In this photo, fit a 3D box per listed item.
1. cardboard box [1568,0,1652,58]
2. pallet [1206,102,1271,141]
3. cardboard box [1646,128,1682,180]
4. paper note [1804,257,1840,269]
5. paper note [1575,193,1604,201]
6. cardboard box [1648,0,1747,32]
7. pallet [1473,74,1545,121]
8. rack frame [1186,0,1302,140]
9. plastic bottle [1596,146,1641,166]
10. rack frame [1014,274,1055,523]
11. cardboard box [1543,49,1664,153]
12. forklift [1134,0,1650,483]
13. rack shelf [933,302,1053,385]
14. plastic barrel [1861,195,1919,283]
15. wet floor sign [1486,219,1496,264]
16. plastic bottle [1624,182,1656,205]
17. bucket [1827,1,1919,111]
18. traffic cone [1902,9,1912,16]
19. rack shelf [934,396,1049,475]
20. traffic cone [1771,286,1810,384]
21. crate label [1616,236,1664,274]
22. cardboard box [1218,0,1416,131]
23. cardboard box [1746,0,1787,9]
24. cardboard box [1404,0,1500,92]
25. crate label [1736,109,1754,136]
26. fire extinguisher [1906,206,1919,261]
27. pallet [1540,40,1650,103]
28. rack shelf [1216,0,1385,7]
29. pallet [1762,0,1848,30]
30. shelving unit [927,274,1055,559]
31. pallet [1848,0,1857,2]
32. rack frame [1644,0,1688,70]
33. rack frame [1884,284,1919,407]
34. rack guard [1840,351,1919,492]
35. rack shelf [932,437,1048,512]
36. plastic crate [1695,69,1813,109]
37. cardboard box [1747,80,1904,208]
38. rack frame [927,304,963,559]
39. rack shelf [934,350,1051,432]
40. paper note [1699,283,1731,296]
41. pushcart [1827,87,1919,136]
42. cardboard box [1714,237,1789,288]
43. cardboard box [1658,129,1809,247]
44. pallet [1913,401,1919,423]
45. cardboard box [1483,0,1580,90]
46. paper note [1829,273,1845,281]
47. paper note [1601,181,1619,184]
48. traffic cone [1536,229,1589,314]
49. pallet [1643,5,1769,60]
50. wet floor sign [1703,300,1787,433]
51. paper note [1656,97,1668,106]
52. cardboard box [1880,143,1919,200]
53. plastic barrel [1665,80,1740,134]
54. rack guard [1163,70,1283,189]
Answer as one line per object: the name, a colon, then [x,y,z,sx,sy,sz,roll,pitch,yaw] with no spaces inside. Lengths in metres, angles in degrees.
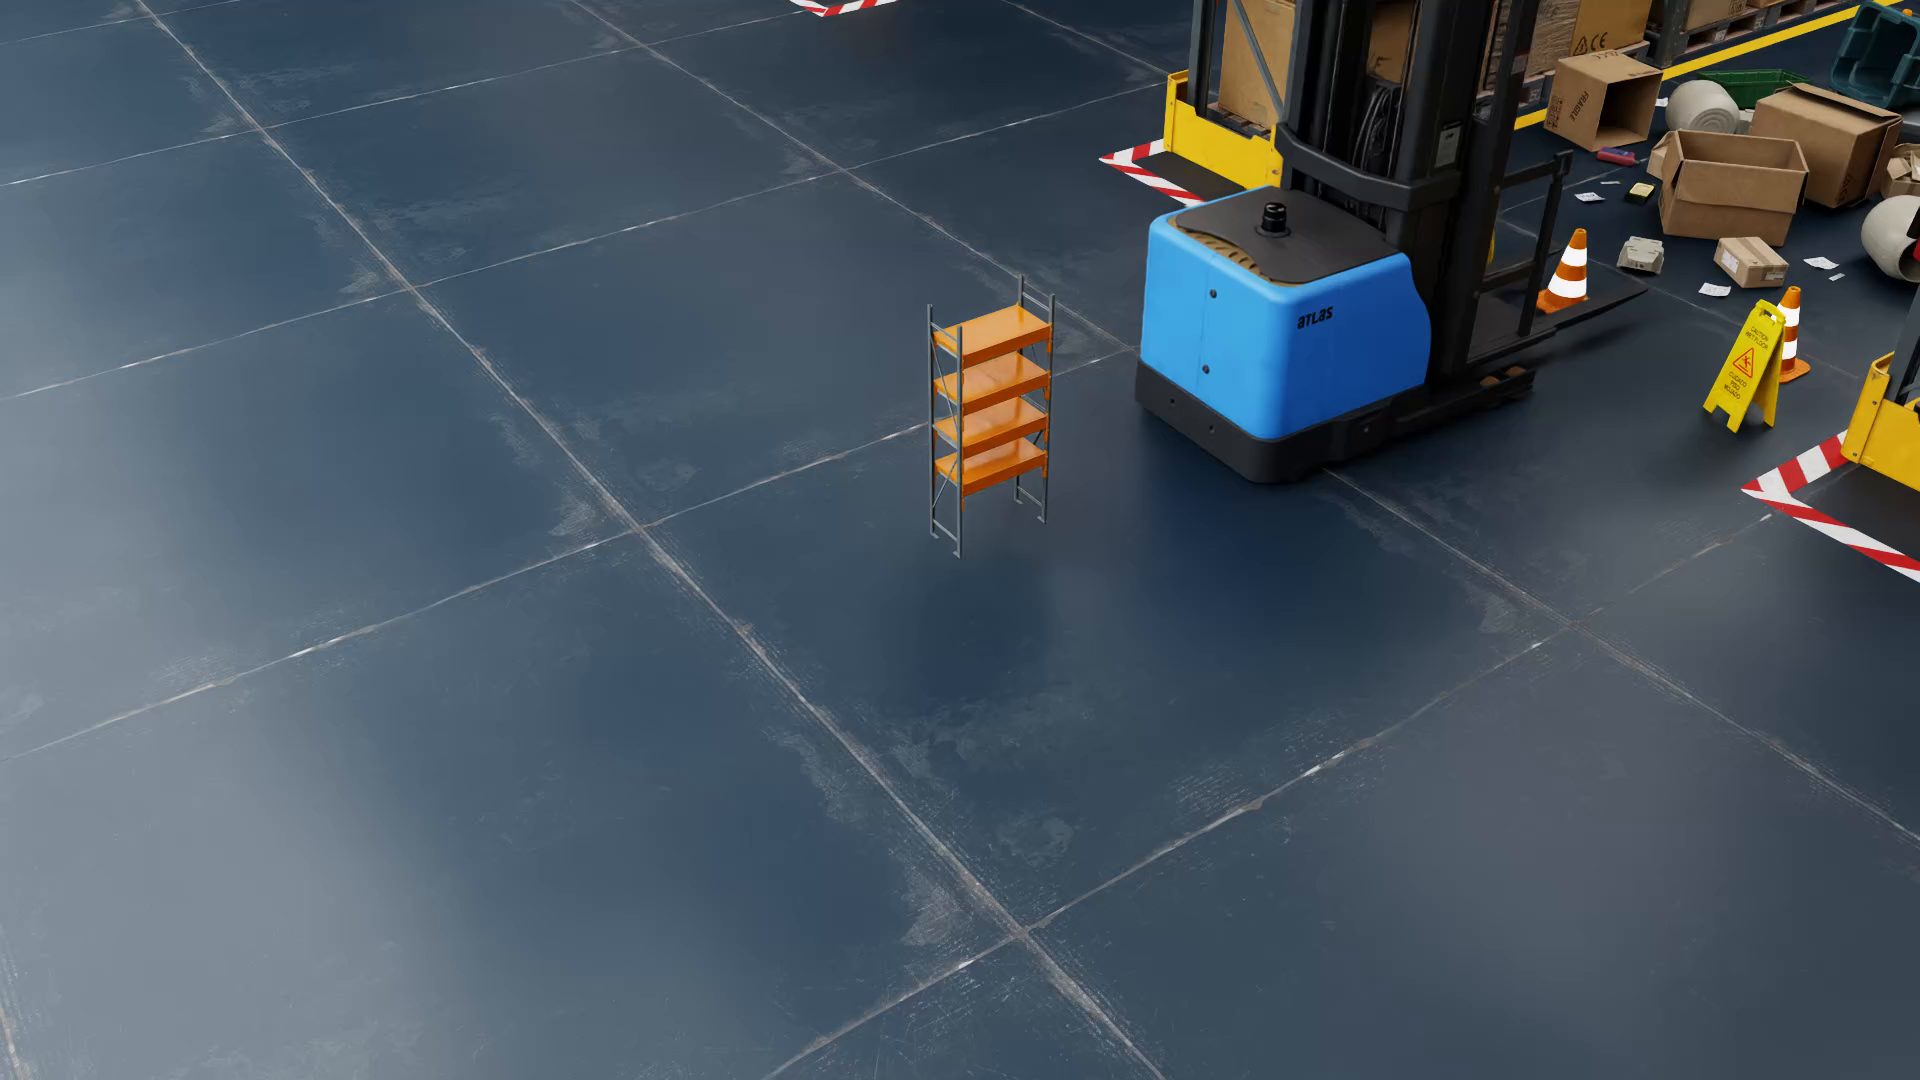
cardboard box: [4.594,-4.214,12.501,0.875,0.875,0.875,-22,41,-27]
pallet: [2.488,-2.913,11.620,1.213,0.211,1.003,-22,41,-28]
cardboard box: [4.805,-2.518,11.023,0.258,0.266,0.396,-15,38,-20]
paper note: [5.220,-1.683,10.073,0.142,0.019,0.148,-9,37,-12]
paper note: [4.105,-2.236,10.835,0.142,0.017,0.144,-9,37,-12]
cardboard box: [5.604,-4.594,13.135,0.750,0.750,1.050,-23,41,-28]
pallet: [3.484,-3.321,12.187,1.213,0.211,1.003,-22,41,-28]
rack frame: [1.879,-3.739,10.380,0.127,3.000,1.000,-22,41,-28]
plastic bottle: [4.497,-2.607,11.322,0.283,0.061,0.133,22,41,28]
rack frame: [0.335,-0.625,7.591,0.015,1.200,0.240,-22,41,-28]
cardboard box: [4.471,-3.059,11.573,0.500,0.500,0.500,-15,38,-20]
forklift: [2.425,-2.116,8.181,3.031,2.935,1.130,-21,41,-26]
rack shelf: [0.135,-0.862,7.248,0.480,0.148,0.258,-22,41,-28]
plastic barrel: [5.630,-1.782,9.865,0.421,0.421,0.512,3,36,4]
wet floor sign: [2.996,-1.829,9.740,0.267,0.644,0.232,30,45,35]
plastic bottle: [4.451,-2.275,10.860,0.133,0.061,0.283,22,41,28]
bucket: [6.366,-3.227,11.169,0.620,0.611,0.726,-1,34,-18]
traffic cone: [7.115,-3.785,12.617,0.334,0.463,0.336,-22,41,-28]
rack shelf: [0.135,-0.488,7.516,0.480,0.148,0.258,-22,41,-28]
traffic cone: [4.422,-1.141,8.940,0.334,0.463,0.336,-22,41,-28]
crate label: [4.111,-1.718,10.022,0.250,0.136,0.298,15,38,20]
cardboard box: [2.395,-3.307,11.239,0.875,0.875,0.875,-22,41,-28]
cardboard box: [6.395,-4.916,13.584,0.750,0.750,1.050,-22,41,-28]
cardboard box: [3.113,-3.604,11.652,0.875,0.875,0.875,-23,42,-29]
crate label: [5.525,-2.933,11.711,0.298,0.136,0.250,9,37,12]
fire extinguisher: [4.454,-1.561,7.417,0.183,0.674,0.296,-22,41,-28]
pallet: [4.482,-3.734,12.761,1.213,0.211,1.003,-22,41,-28]
rack shelf: [3.514,-4.120,11.525,4.000,0.370,1.077,-22,41,-28]
pallet: [6.734,-4.661,14.050,1.213,0.211,1.003,-22,41,-28]
shelving unit: [0.135,-0.543,7.477,0.503,1.200,0.258,-22,41,-28]
pallet: [7.730,-5.069,14.617,1.213,0.211,1.003,-22,41,-28]
rack frame: [5.149,-5.085,12.251,0.127,3.000,1.000,-22,41,-28]
rack frame: [4.813,-1.411,7.142,0.127,3.000,1.000,-22,41,-28]
rack guard: [4.875,-0.421,7.908,0.348,0.500,1.175,-22,41,-28]
rack shelf: [0.135,-0.327,7.632,0.480,0.148,0.258,-22,41,-28]
plastic crate: [5.761,-3.283,12.104,0.662,0.188,0.450,-3,26,-4]
cardboard box: [5.550,-2.570,10.776,0.503,0.637,0.797,-22,41,-28]
rack frame: [-0.064,-0.461,7.363,0.015,1.200,0.240,-22,41,-28]
rack shelf: [0.135,-0.670,7.386,0.480,0.148,0.258,-22,41,-28]
paper note: [4.439,-1.473,9.772,0.148,0.019,0.142,22,41,28]
pushcart: [6.729,-2.763,11.268,1.648,0.377,0.936,22,41,28]
cardboard box: [4.720,-1.658,9.928,0.250,0.149,0.380,-3,36,-4]
cardboard box: [4.791,-2.196,10.373,0.797,0.503,0.637,9,37,12]
pallet: [5.560,-0.561,8.349,1.213,0.211,1.003,-22,41,-28]
cardboard box: [3.860,-3.909,12.077,0.875,0.875,0.875,-22,41,-28]
paper note: [5.235,-1.571,9.925,0.123,0.001,0.032,-22,41,-28]
paper note: [4.317,-2.372,11.039,0.123,0.001,0.032,-3,36,-4]
traffic cone: [3.504,-1.557,9.518,0.334,0.463,0.336,-22,41,-28]
pallet: [5.736,-4.248,13.476,1.213,0.211,1.003,-22,41,-28]
wet floor sign: [4.042,-0.902,8.451,0.232,0.644,0.267,-9,37,-12]
paper note: [5.121,-3.221,12.202,0.147,0.020,0.142,9,37,12]
cardboard box: [6.181,-2.397,10.855,0.258,0.266,0.396,9,37,12]
plastic barrel: [5.105,-2.925,11.454,0.421,0.421,0.512,3,36,4]
rack guard: [1.860,-2.716,11.099,0.348,0.500,1.175,-22,41,-28]
